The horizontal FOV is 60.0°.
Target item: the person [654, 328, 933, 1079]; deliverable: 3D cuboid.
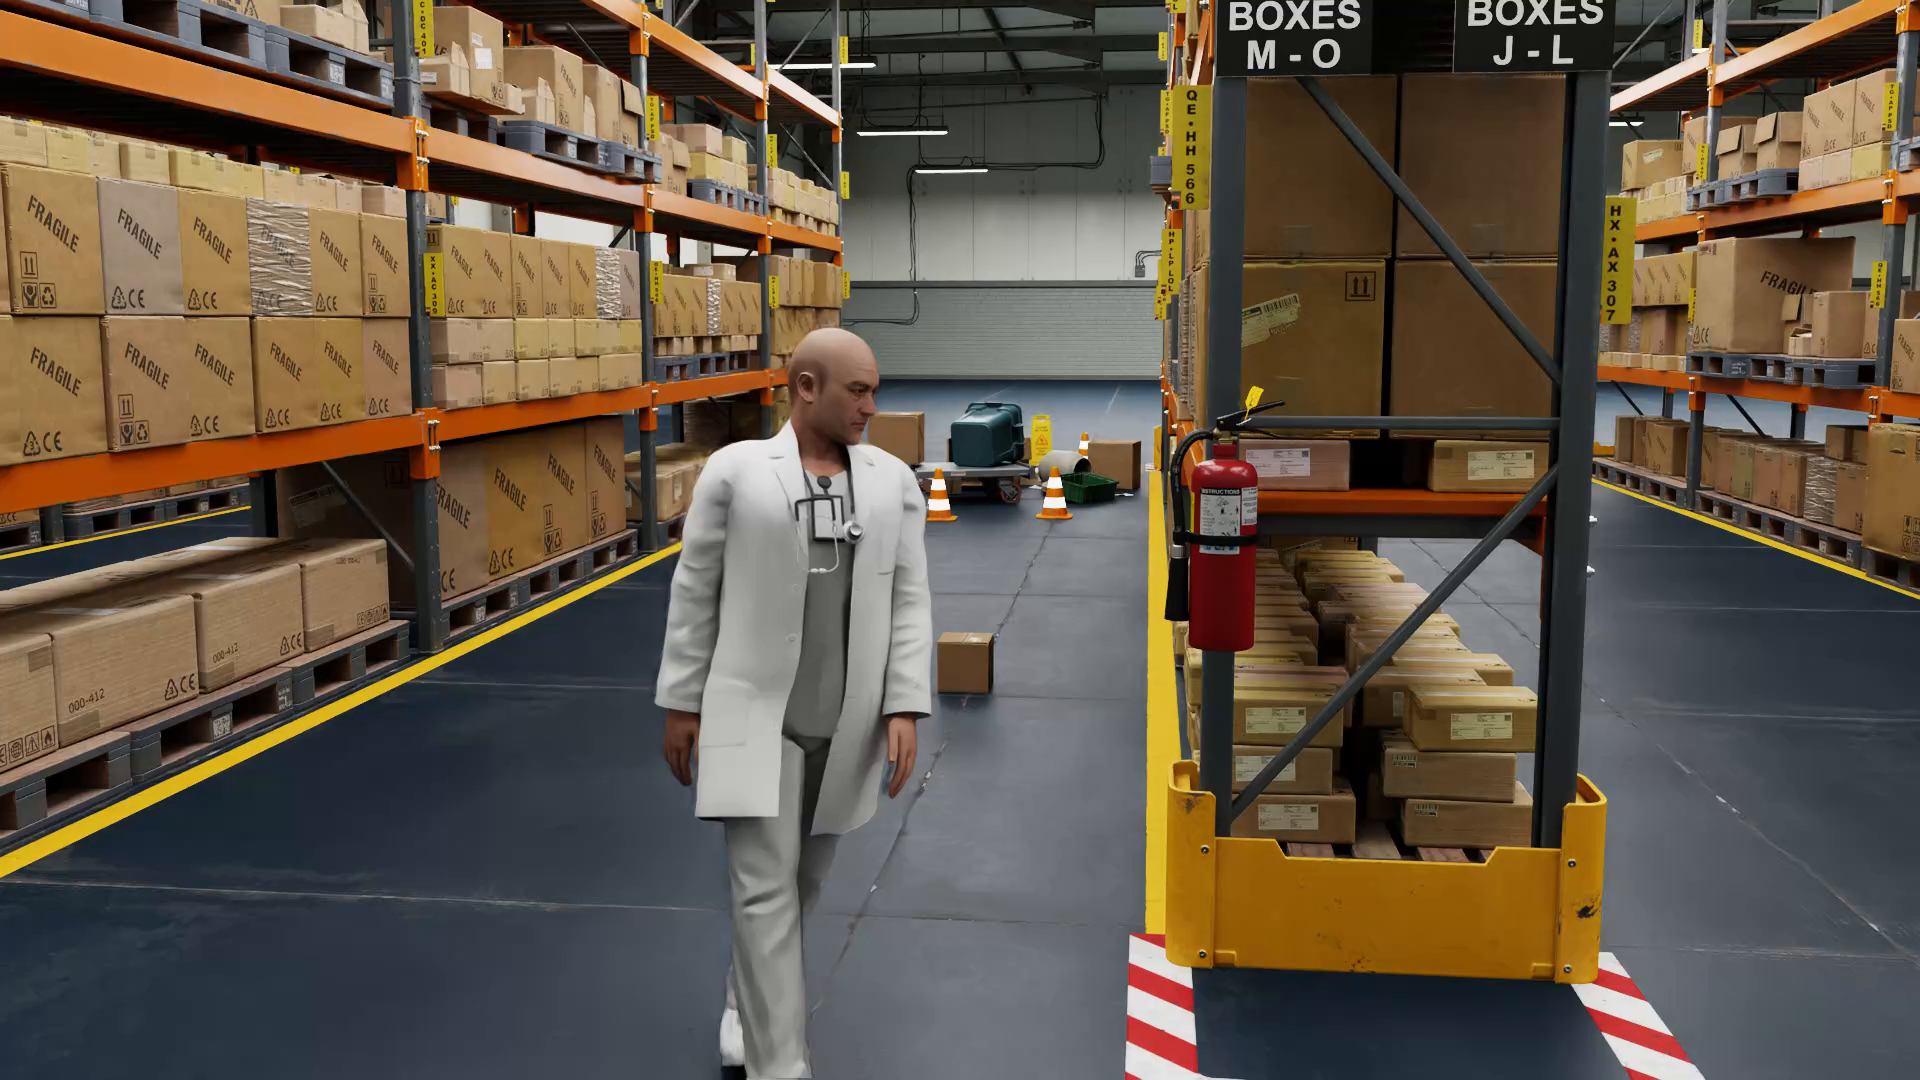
[{"bbox_3d":[-0.325,0.401,3.690,0.618,1.730,0.972,-3,8,-23],"label":"person"}]
